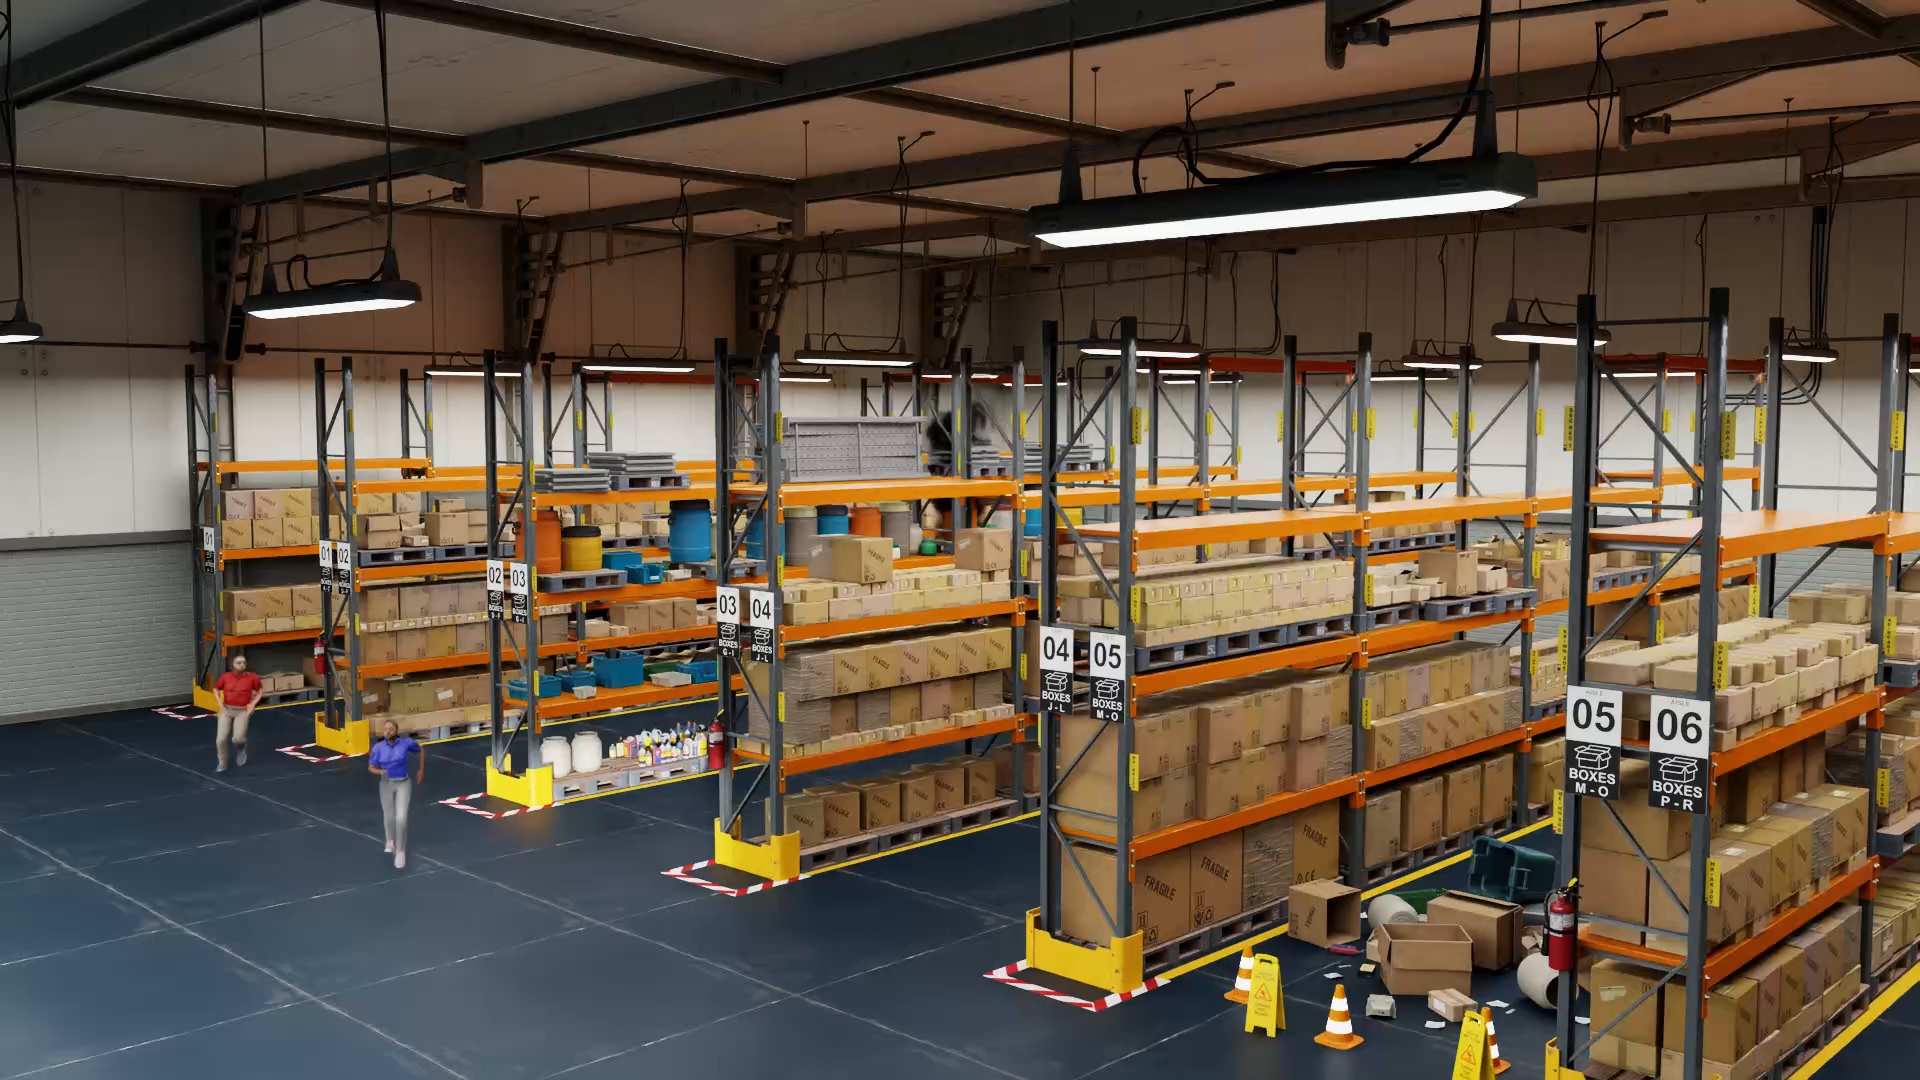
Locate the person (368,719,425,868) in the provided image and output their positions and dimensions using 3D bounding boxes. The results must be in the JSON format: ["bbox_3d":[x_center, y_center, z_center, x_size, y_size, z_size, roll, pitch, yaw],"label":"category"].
[{"bbox_3d":[-6.477,2.882,19.127,0.586,1.693,0.880,-1,4,-9],"label":"person"}]

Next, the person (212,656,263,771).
[{"bbox_3d":[-10.471,2.500,24.085,0.671,1.652,0.581,-1,5,-14],"label":"person"}]
